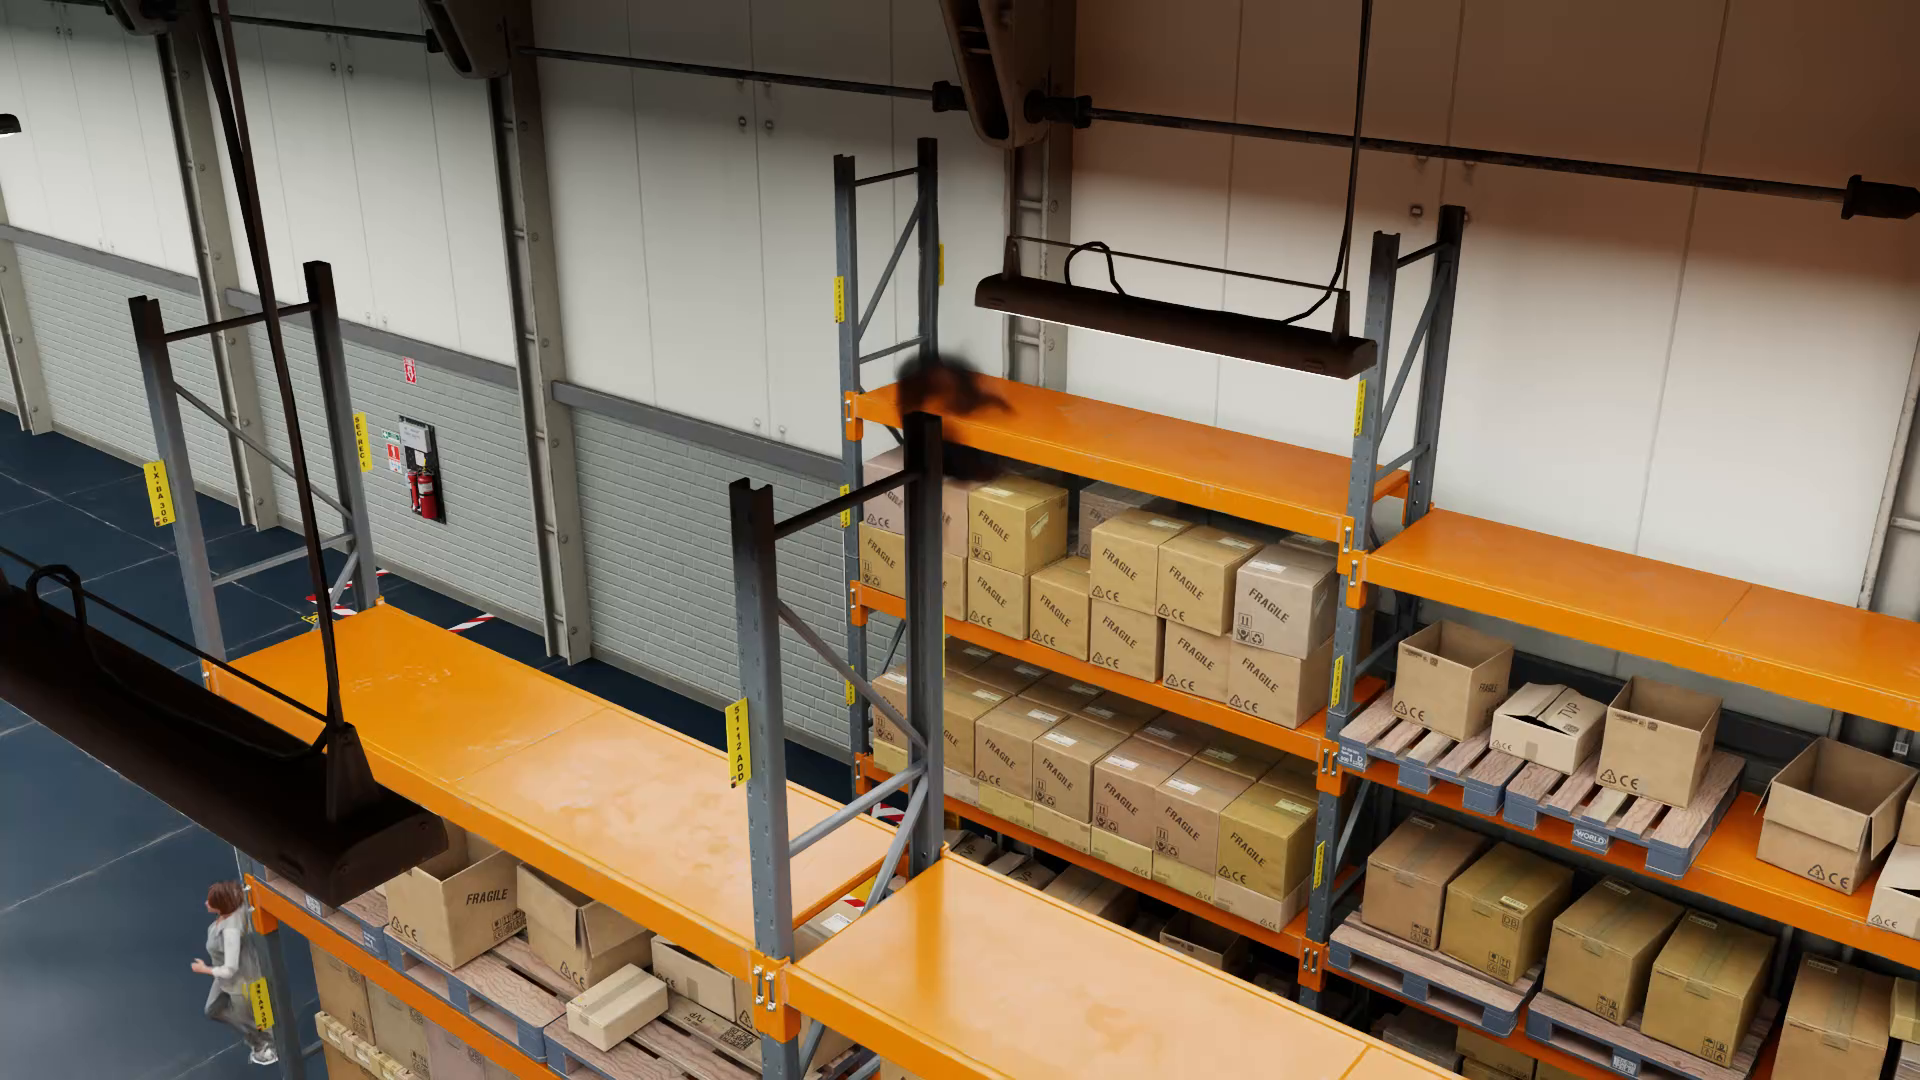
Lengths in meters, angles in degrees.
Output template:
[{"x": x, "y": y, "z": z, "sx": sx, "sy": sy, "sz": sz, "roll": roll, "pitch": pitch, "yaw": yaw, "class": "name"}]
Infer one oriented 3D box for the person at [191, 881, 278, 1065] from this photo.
[{"x": -4.753, "y": 2.904, "z": 10.976, "sx": 0.532, "sy": 1.599, "sz": 0.555, "roll": -12, "pitch": 25, "yaw": -26, "class": "person"}]
